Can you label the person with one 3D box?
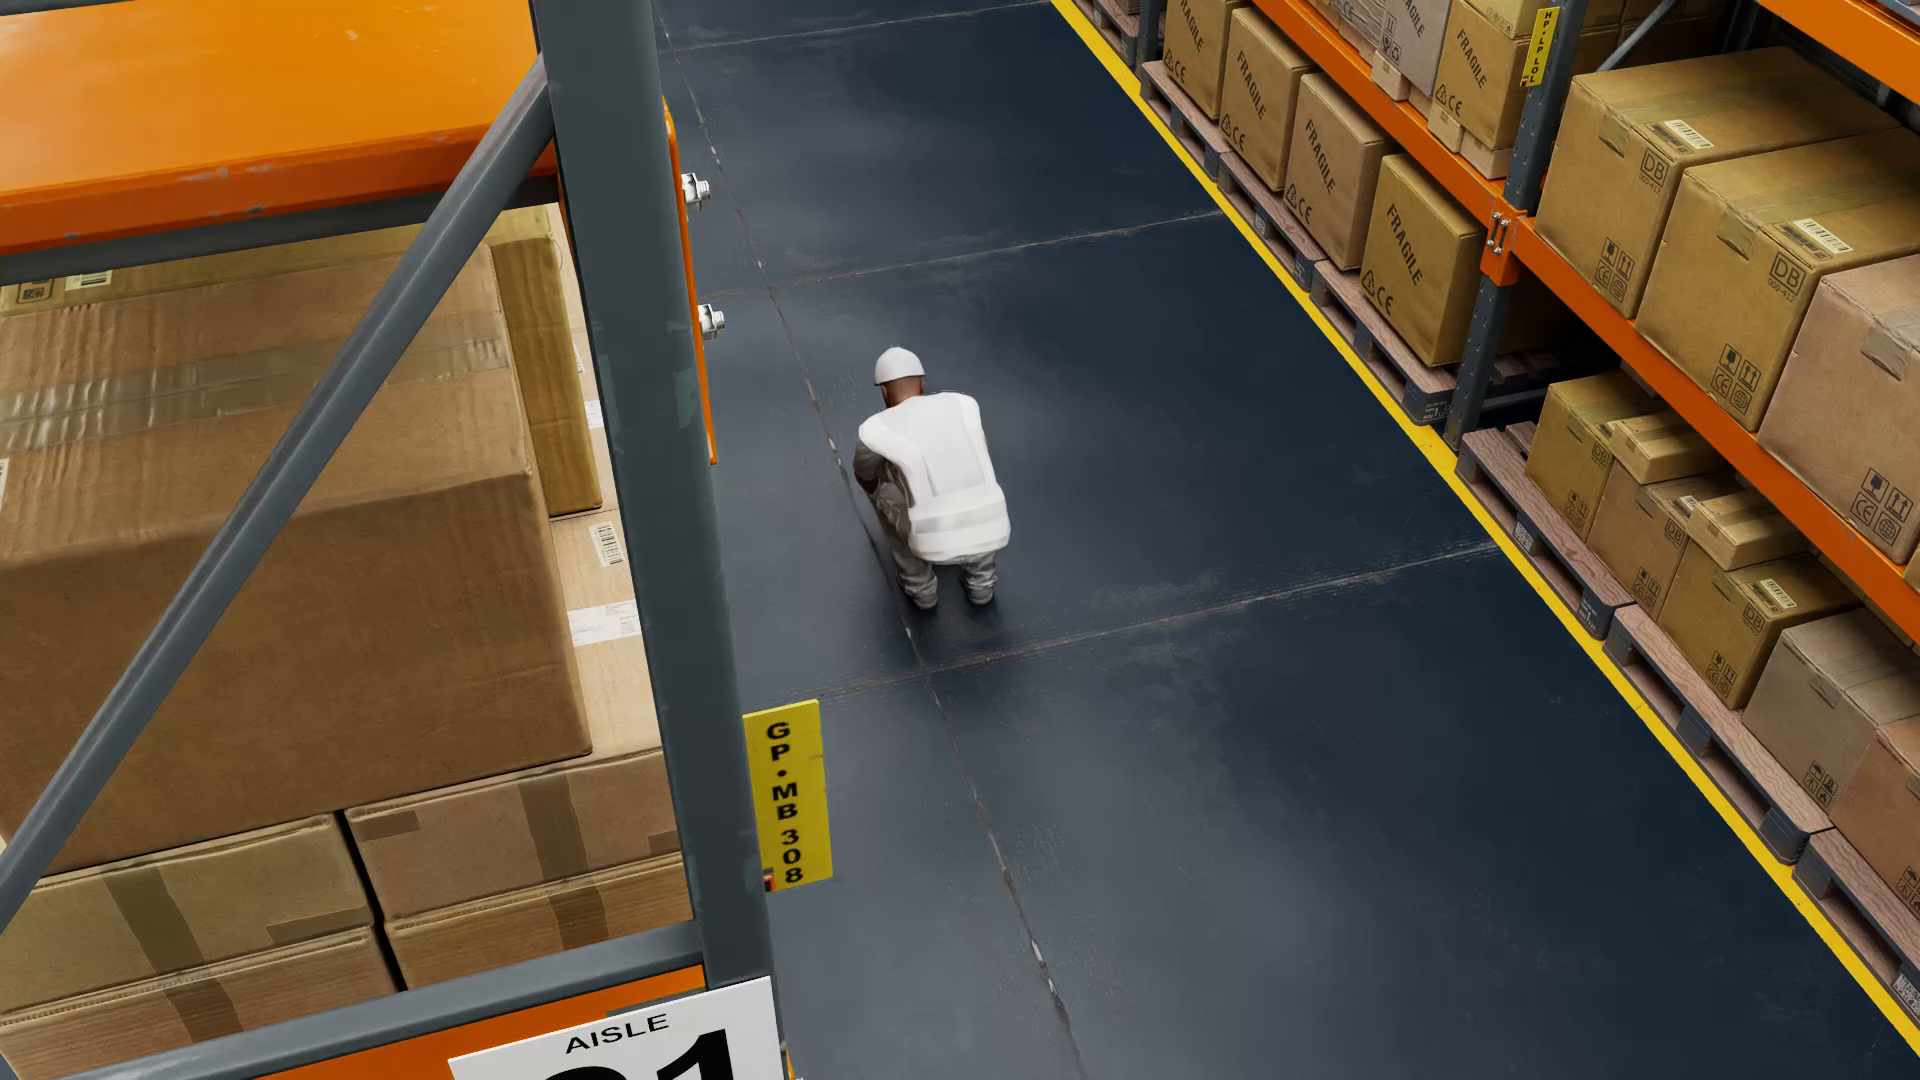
[{"bbox_3d":[-0.130,-0.225,6.990,0.578,0.998,0.909,-12,43,-13],"label":"person"}]
